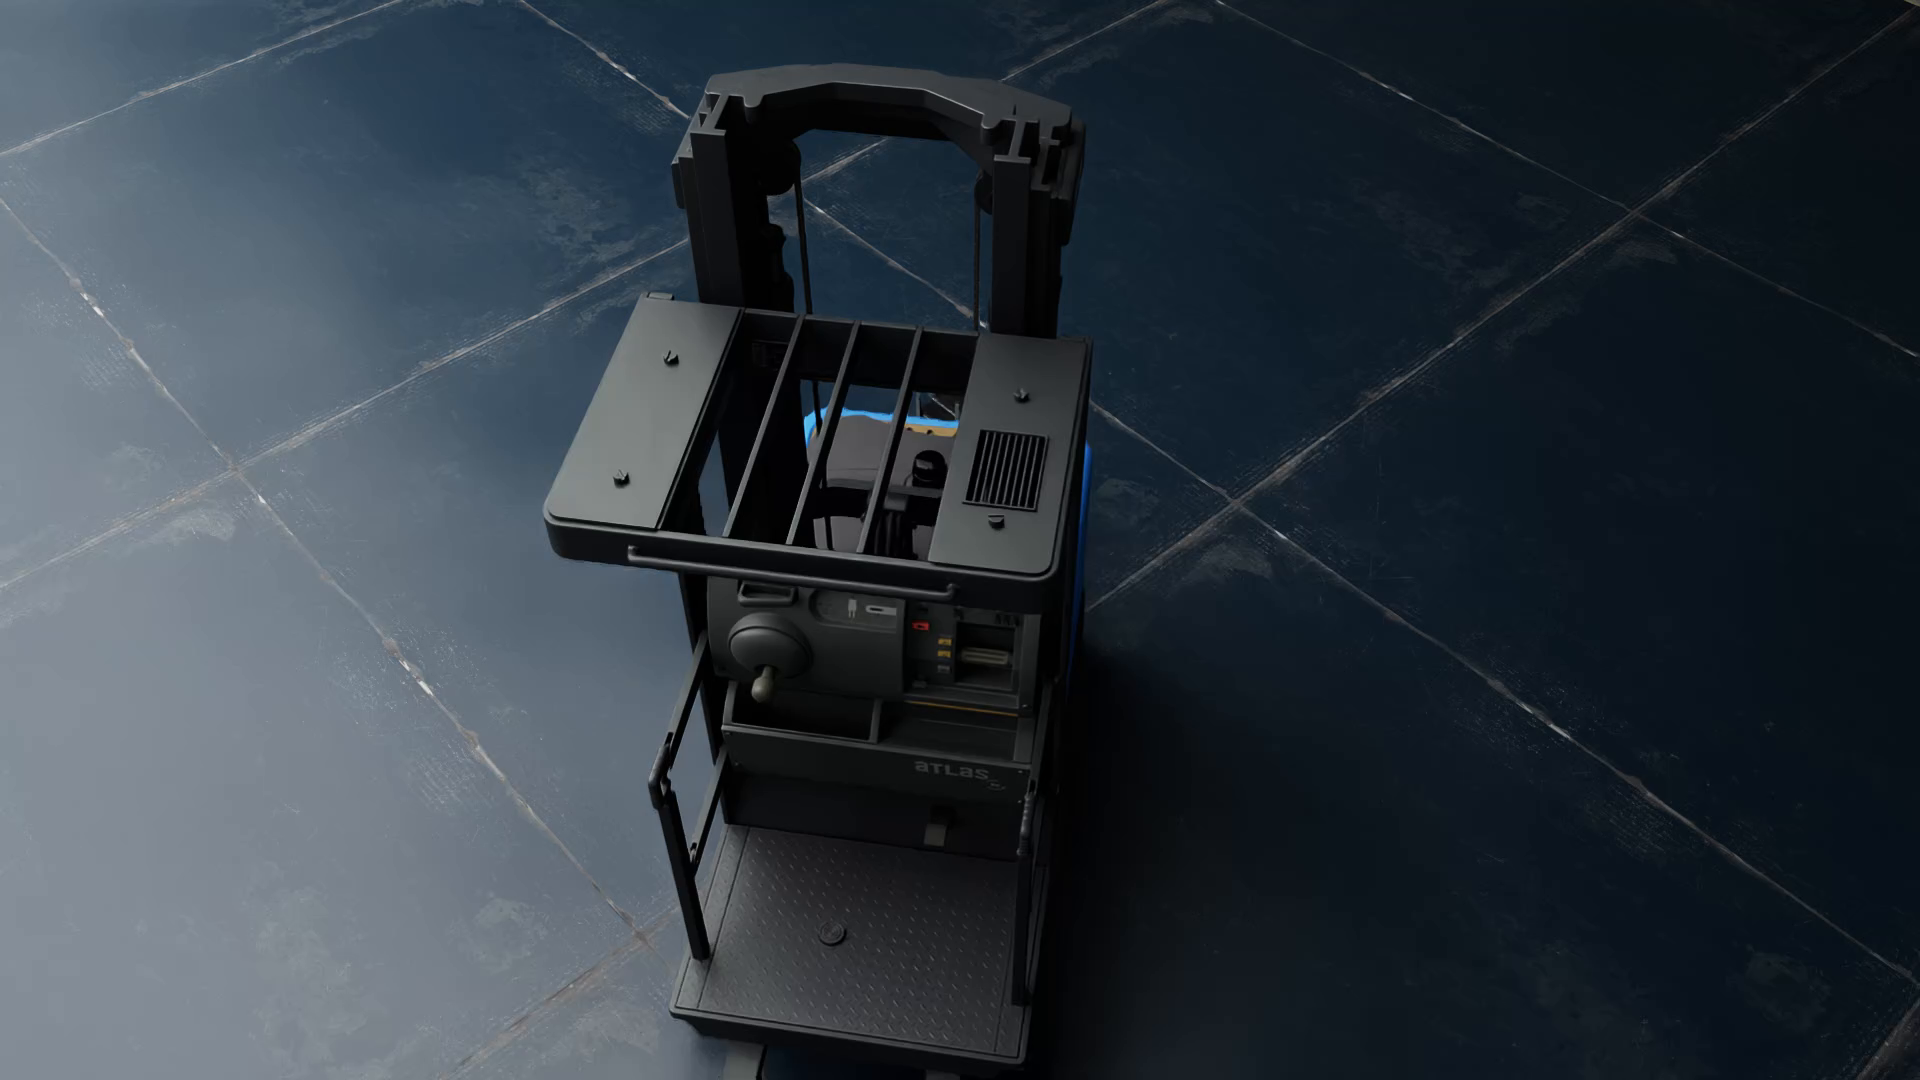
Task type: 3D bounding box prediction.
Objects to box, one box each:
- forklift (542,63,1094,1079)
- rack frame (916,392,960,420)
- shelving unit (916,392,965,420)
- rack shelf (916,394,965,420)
[{"bbox_3d":[-0.272,0.386,4.453,1.130,2.935,3.031,7,48,6],"label":"forklift"},{"bbox_3d":[-0.081,-0.251,6.422,0.006,0.900,0.240,-34,56,-27],"label":"rack frame"},{"bbox_3d":[-0.006,-0.301,6.469,0.210,0.900,0.258,-34,56,-27],"label":"shelving unit"},{"bbox_3d":[-0.006,-0.462,6.295,0.200,0.077,0.258,-34,56,-27],"label":"rack shelf"}]
